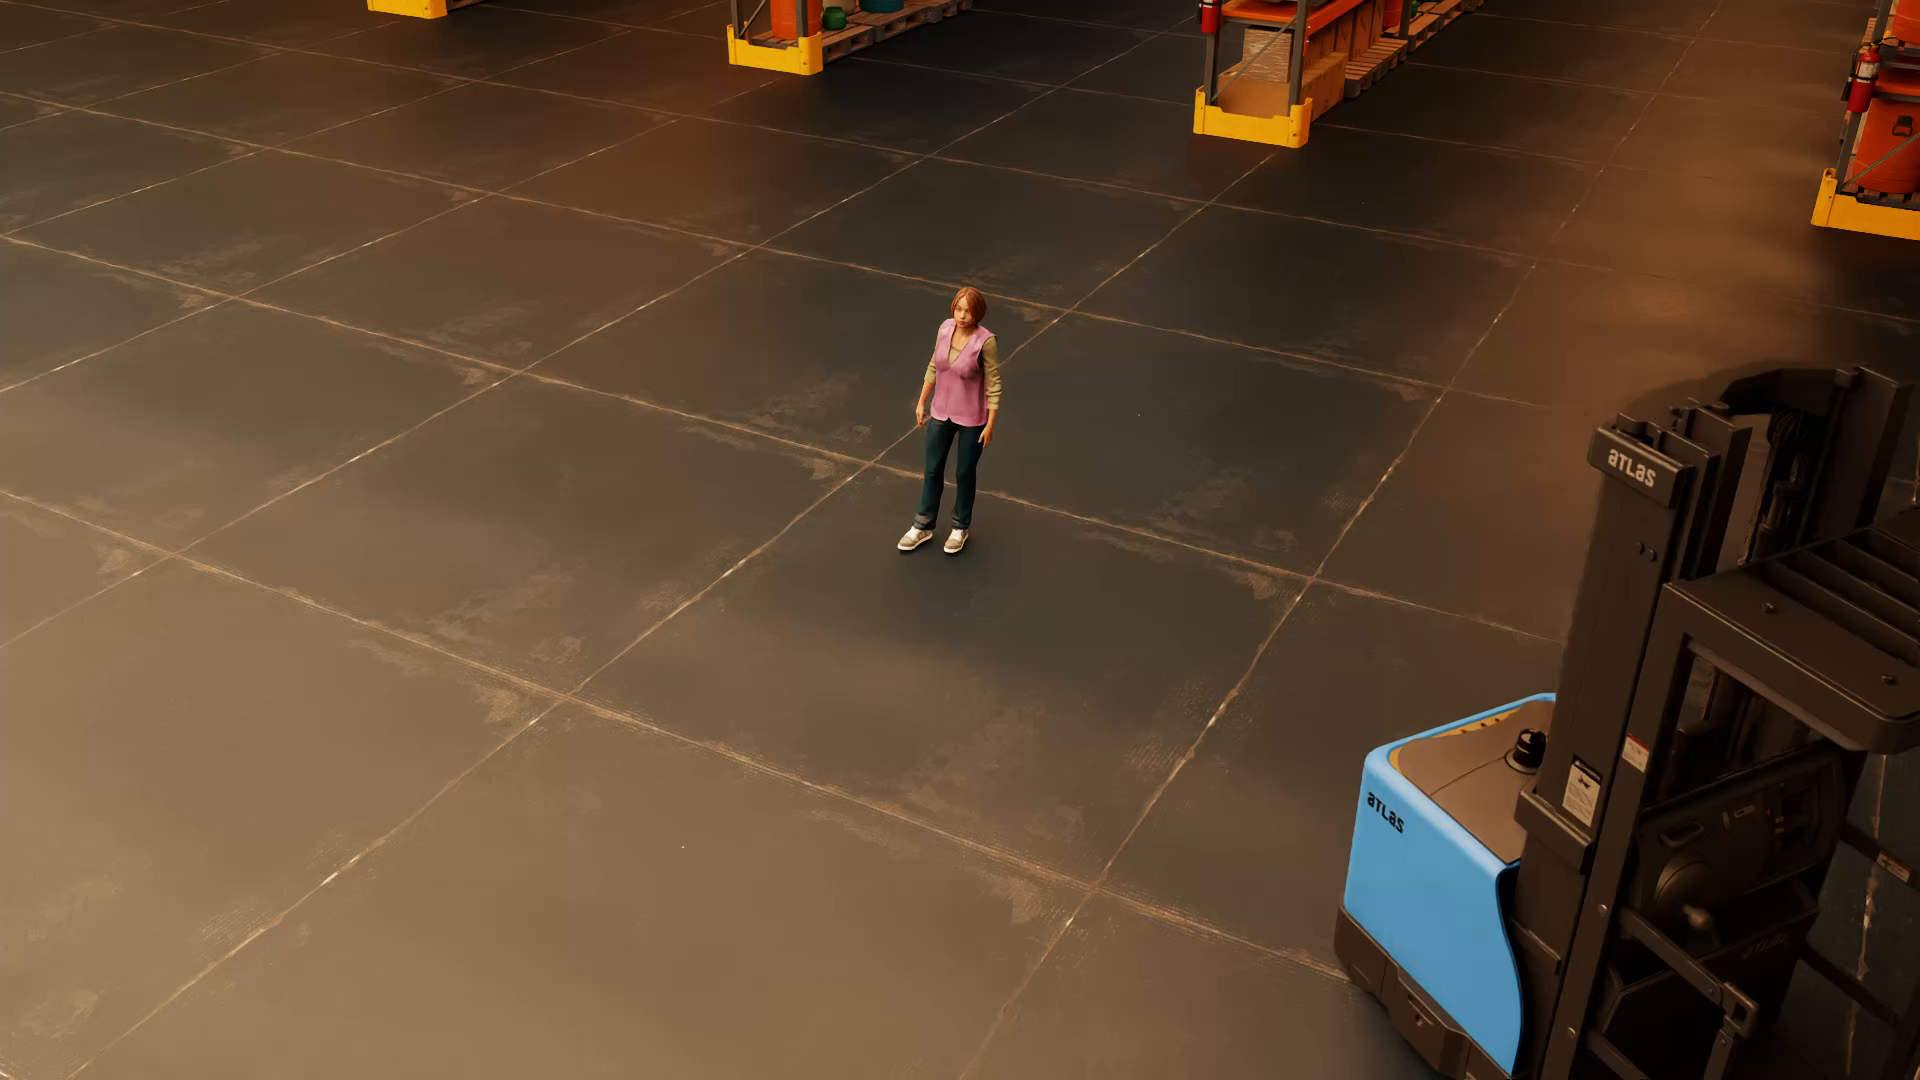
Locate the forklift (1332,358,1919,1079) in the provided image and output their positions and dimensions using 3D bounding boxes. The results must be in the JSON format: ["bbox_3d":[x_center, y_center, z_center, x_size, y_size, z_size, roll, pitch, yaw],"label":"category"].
[{"bbox_3d":[2.651,1.033,5.281,1.130,2.935,3.031,-14,33,-22],"label":"forklift"}]

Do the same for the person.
[{"bbox_3d":[-0.048,-0.669,9.550,0.520,1.597,0.476,15,33,25],"label":"person"}]
